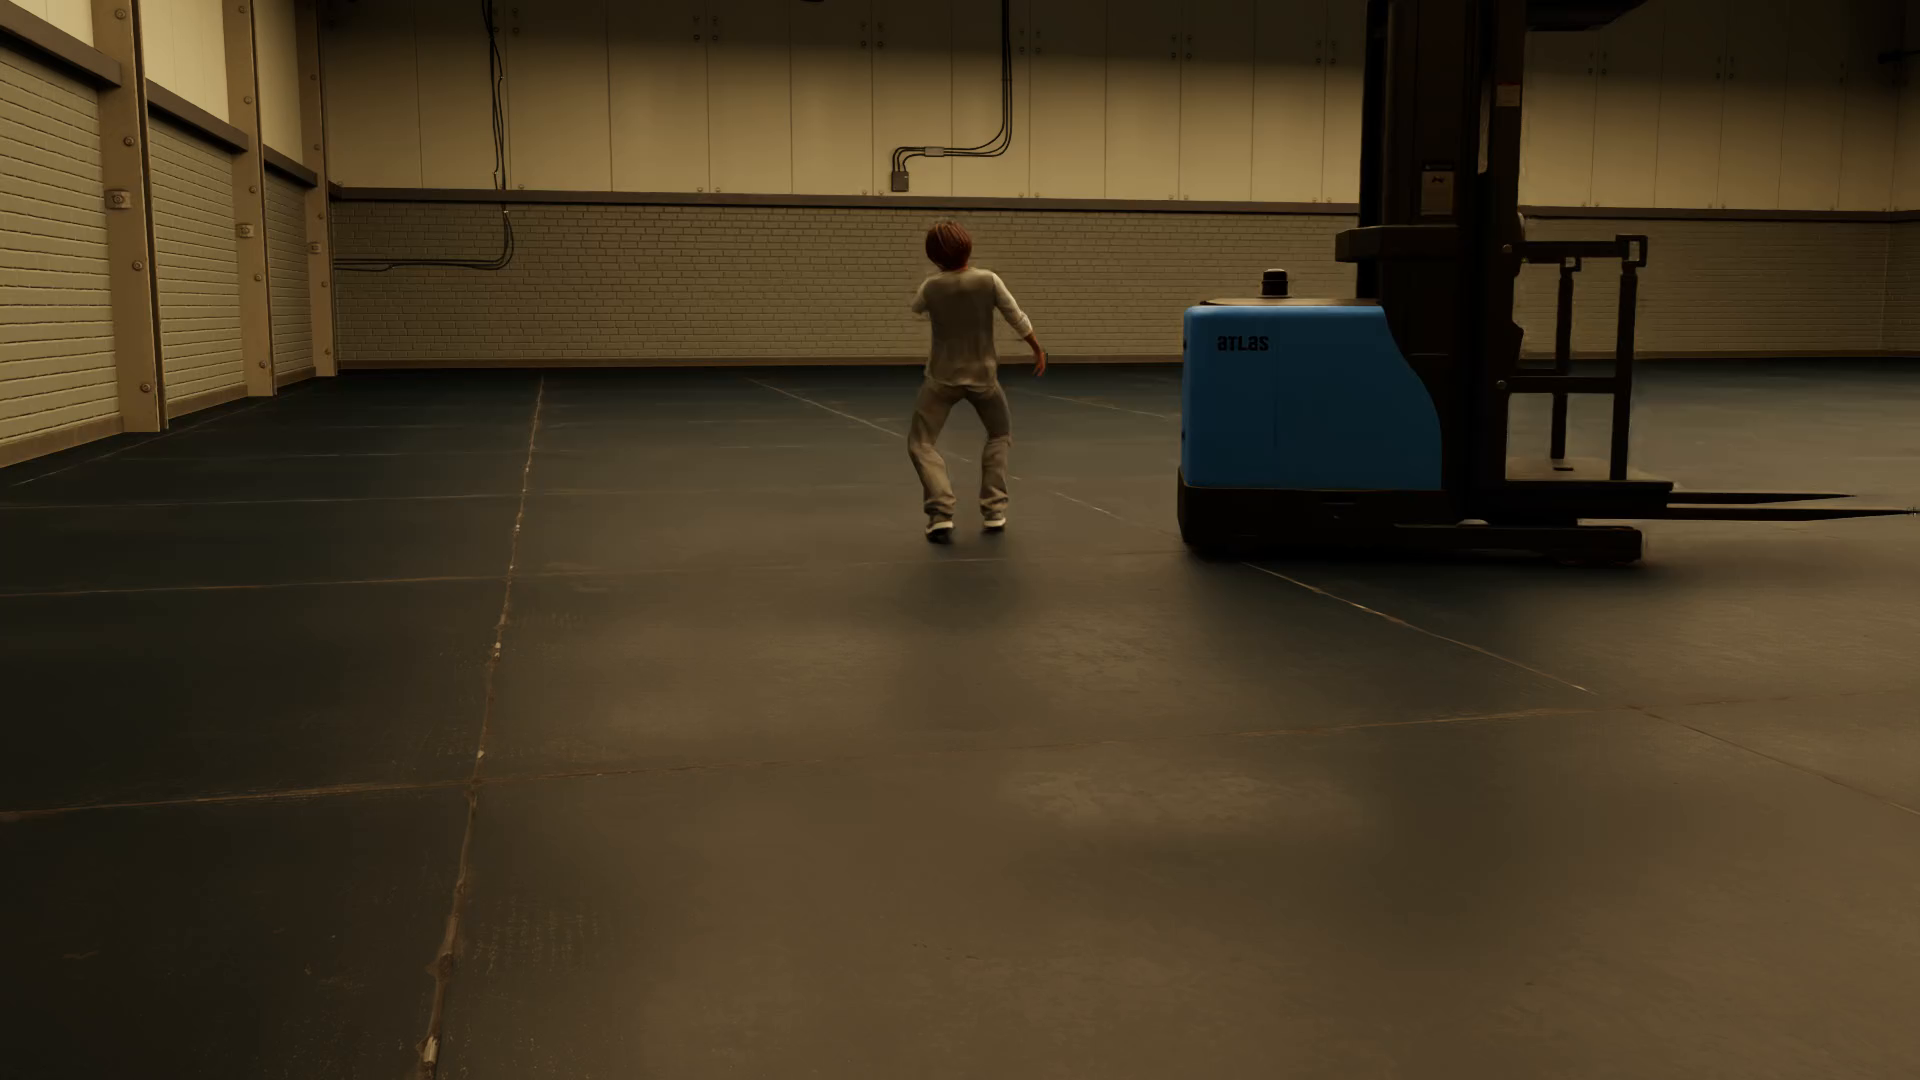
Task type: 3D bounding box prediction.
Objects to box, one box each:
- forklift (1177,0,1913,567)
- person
[{"bbox_3d":[2.513,-1.416,7.254,3.031,2.935,1.130,1,8,6],"label":"forklift"},{"bbox_3d":[0.075,-0.769,7.938,0.712,1.442,0.794,-3,8,-20],"label":"person"}]
